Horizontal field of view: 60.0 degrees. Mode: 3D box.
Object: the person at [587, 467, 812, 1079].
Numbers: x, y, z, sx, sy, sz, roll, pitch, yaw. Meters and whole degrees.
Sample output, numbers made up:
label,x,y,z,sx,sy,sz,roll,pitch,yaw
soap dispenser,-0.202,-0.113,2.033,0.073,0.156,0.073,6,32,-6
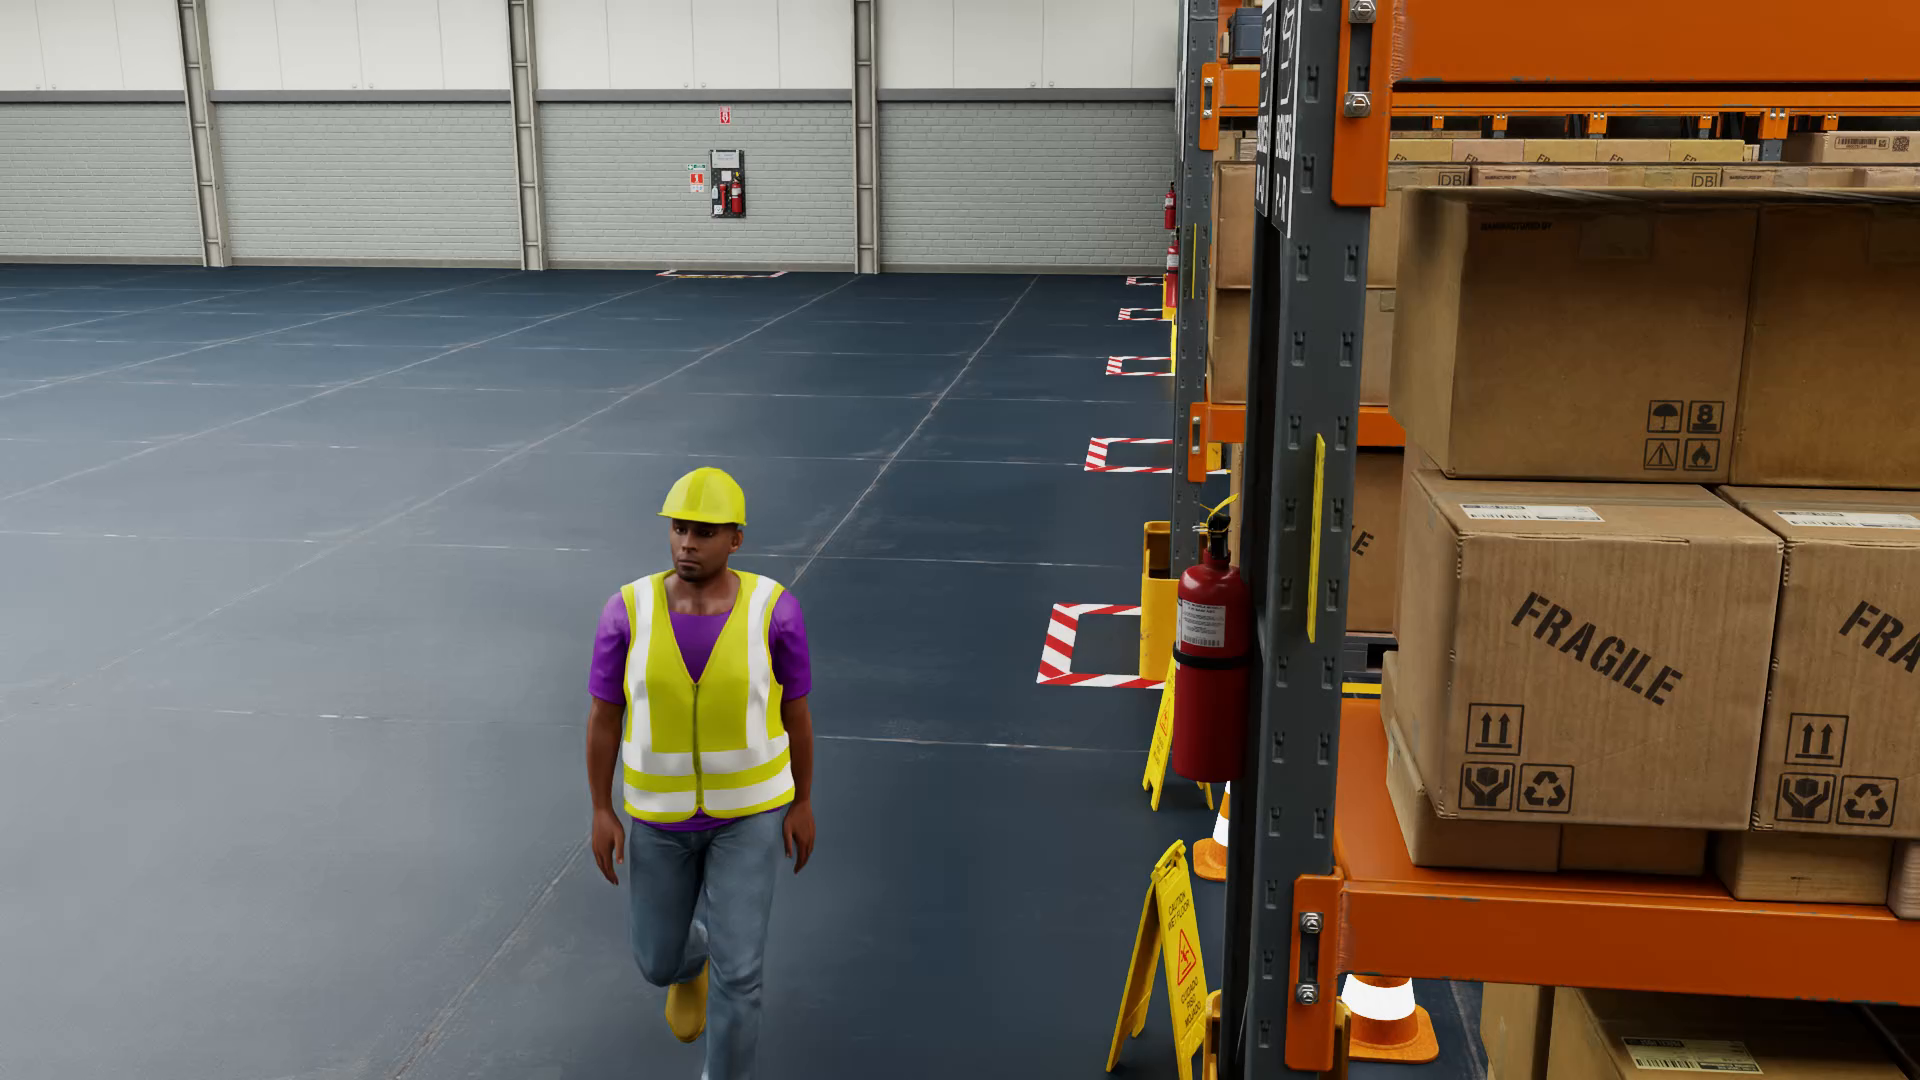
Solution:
label,x,y,z,sx,sy,sz,roll,pitch,yaw
person,-0.661,0.672,4.279,0.566,1.744,0.818,0,14,-2
